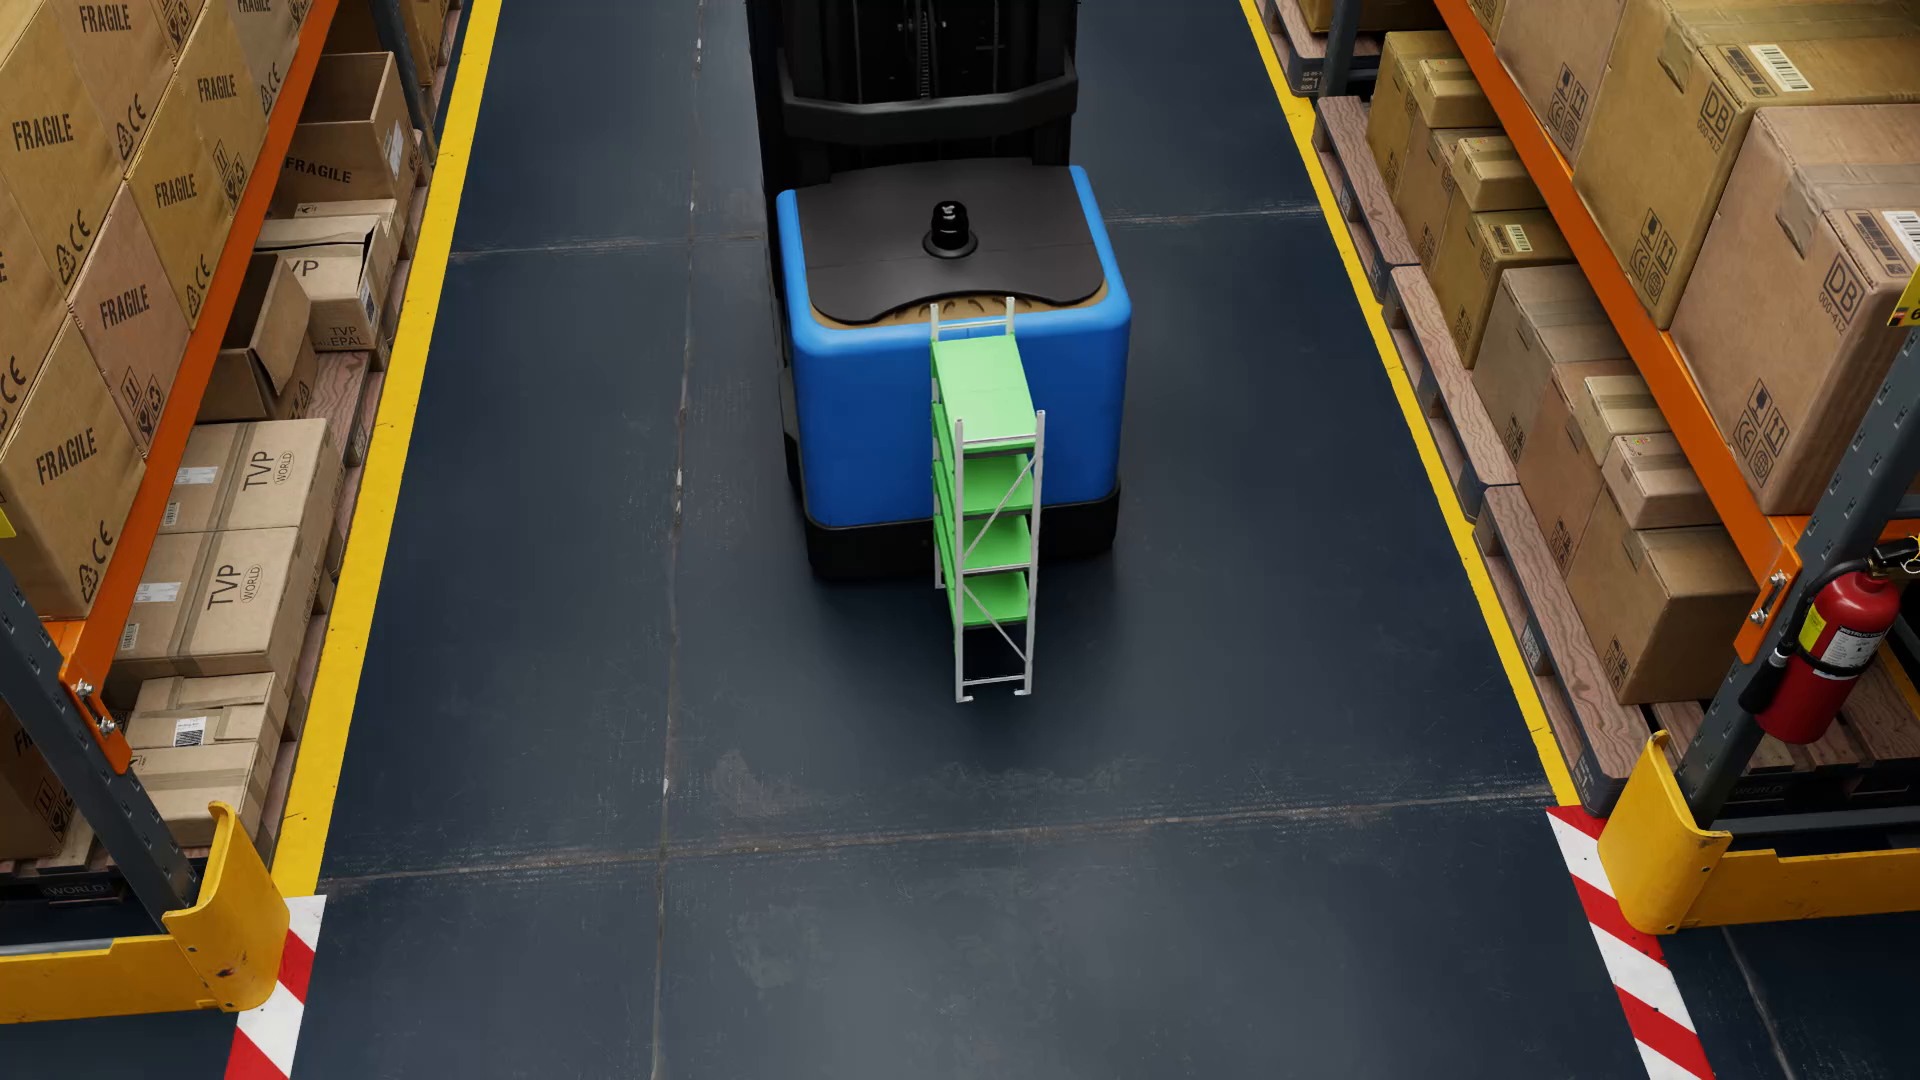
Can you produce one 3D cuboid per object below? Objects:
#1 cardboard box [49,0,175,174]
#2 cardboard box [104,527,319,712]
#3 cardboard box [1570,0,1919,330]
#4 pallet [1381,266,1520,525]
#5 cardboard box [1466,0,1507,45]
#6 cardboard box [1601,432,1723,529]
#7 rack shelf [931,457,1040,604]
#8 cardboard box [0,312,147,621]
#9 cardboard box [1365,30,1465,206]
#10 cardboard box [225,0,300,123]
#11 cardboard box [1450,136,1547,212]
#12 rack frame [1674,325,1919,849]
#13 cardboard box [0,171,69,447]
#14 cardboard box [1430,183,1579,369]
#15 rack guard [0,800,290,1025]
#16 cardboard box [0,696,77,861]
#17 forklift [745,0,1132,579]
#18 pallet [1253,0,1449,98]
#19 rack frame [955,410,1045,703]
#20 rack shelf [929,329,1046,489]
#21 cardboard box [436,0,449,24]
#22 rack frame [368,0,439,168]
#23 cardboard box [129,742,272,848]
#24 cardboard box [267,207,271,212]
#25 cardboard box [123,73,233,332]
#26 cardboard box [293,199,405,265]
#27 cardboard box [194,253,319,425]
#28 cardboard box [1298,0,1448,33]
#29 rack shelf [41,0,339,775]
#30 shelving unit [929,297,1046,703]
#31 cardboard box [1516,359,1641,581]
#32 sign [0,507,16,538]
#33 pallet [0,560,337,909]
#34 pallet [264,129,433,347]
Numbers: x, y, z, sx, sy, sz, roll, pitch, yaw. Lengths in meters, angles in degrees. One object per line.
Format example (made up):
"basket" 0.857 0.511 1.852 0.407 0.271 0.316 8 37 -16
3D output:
"cardboard box" -2.336 -1.241 4.102 0.500 0.500 0.500 -3 47 -3
"cardboard box" -2.278 0.236 5.051 0.500 0.250 0.500 -3 47 -3
"cardboard box" 2.338 -1.087 4.507 0.980 0.700 0.700 -4 47 -4
"pallet" 2.219 -0.585 6.159 1.003 0.211 1.213 -3 47 -3
"cardboard box" 2.212 -2.165 5.528 0.980 0.700 0.700 -5 47 -4
"cardboard box" 2.112 -0.180 4.840 0.380 0.149 0.250 -4 47 -4
"rack shelf" 0.071 -0.047 5.056 0.258 0.148 0.480 -6 47 -6
"cardboard box" -2.248 -0.157 3.764 0.500 0.500 0.500 -3 47 -2
"cardboard box" 2.088 -1.721 6.747 0.700 0.500 0.500 -3 47 -3
"cardboard box" -2.421 -1.624 5.153 0.500 0.500 0.500 -3 47 -2
"cardboard box" 1.979 -1.308 5.908 0.380 0.149 0.250 -5 47 -4
"rack frame" 2.462 -0.090 3.769 1.000 3.000 0.127 -3 47 -3
"cardboard box" -2.248 -0.501 3.401 0.500 0.500 0.500 -2 47 -2
"cardboard box" 2.168 -0.986 6.050 0.700 0.500 0.500 -3 47 -2
"rack guard" -2.480 1.019 4.441 1.175 0.500 0.348 -3 47 -3
"cardboard box" -2.764 0.544 4.588 0.500 0.500 0.500 -3 47 -3
"forklift" -0.192 -1.960 5.587 1.130 2.935 3.031 -6 47 -6
"pallet" 1.988 -2.579 8.047 1.003 0.211 1.213 -3 47 -3
"rack frame" 0.106 0.085 4.843 0.240 1.200 0.015 -6 47 -6
"rack shelf" 0.071 -0.377 4.707 0.258 0.148 0.480 -6 47 -6
"cardboard box" -2.662 -2.722 7.680 0.500 0.500 0.500 -3 47 -3
"rack frame" -2.808 -2.680 6.222 1.000 3.000 0.127 -3 47 -3
"cardboard box" -2.166 0.719 4.663 0.380 0.149 0.250 -3 47 -3
"cardboard box" -2.989 -1.590 6.739 0.500 0.311 0.500 -3 47 -3
"cardboard box" -2.335 -0.894 4.462 0.500 0.500 0.500 -4 47 -3
"cardboard box" -2.387 -1.188 6.470 0.380 0.149 0.250 -3 47 -3
"cardboard box" -2.646 -0.614 5.682 0.797 0.503 0.637 -3 47 -3
"cardboard box" 1.944 -2.851 7.576 0.750 0.750 0.750 -3 47 -3
"rack shelf" -2.641 -0.986 5.113 1.077 0.370 4.000 -3 47 -3
"shelving unit" 0.071 -0.091 5.009 0.258 1.200 0.503 -6 47 -6
"cardboard box" 2.262 -0.237 5.341 0.700 0.500 0.500 -4 47 -3
"sign" -1.933 -0.117 3.198 0.100 0.325 0.005 -3 47 -3
"pallet" -2.548 0.541 5.092 1.003 0.211 1.213 -3 47 -3
"pallet" -2.752 -1.224 6.764 1.003 0.211 1.213 -3 47 -3
